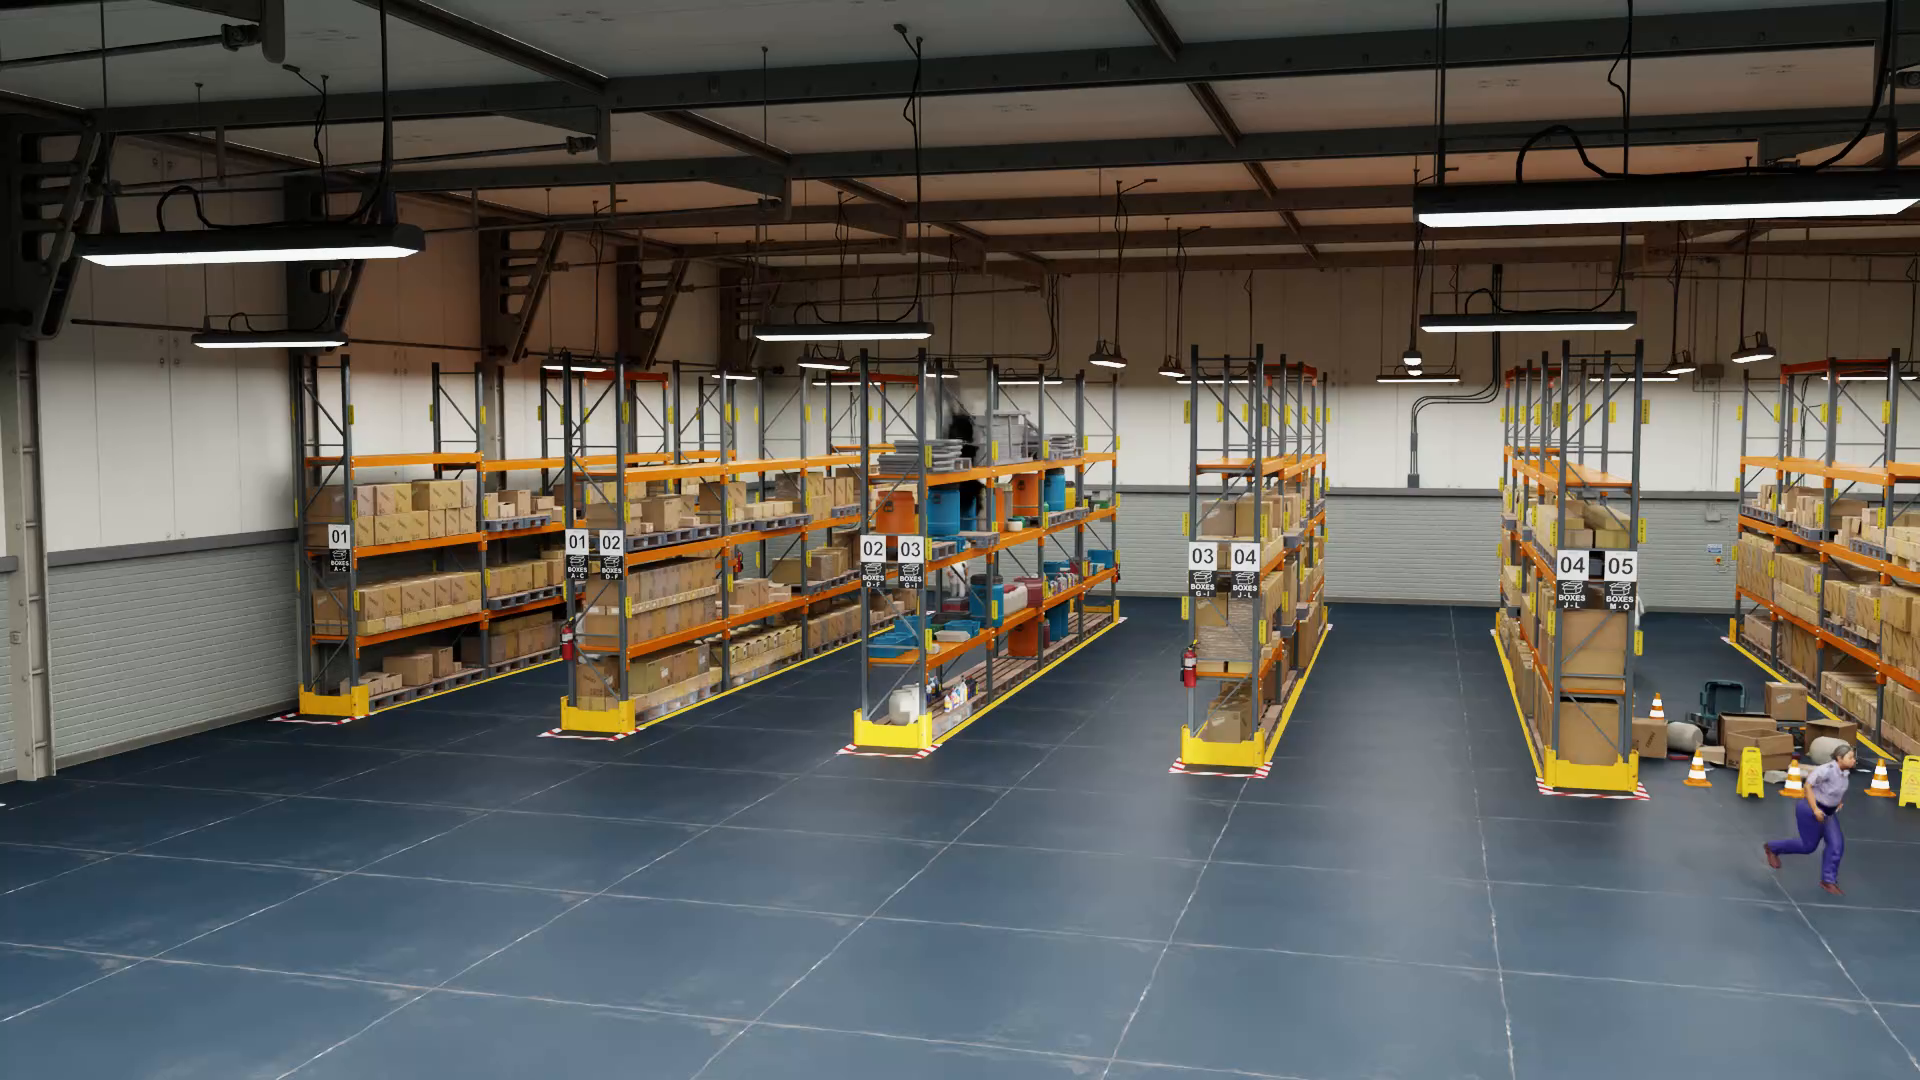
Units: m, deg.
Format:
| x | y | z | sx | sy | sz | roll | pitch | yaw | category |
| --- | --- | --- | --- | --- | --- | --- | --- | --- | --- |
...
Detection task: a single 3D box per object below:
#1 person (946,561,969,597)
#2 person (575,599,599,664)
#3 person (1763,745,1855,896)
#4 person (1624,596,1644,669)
| x | y | z | sx | sy | sz | roll | pitch | yaw | category |
| --- | --- | --- | --- | --- | --- | --- | --- | --- | --- |
| -0.062 | 1.083 | 41.311 | 0.574 | 1.667 | 0.930 | 0 | 4 | -3 | person |
| -6.523 | 1.938 | 29.148 | 0.640 | 1.835 | 0.908 | 1 | 4 | 13 | person |
| 9.030 | 2.918 | 17.677 | 0.607 | 1.609 | 0.895 | -4 | 6 | -40 | person |
| 13.175 | 1.691 | 32.866 | 0.646 | 1.719 | 0.746 | 1 | 4 | 17 | person |
